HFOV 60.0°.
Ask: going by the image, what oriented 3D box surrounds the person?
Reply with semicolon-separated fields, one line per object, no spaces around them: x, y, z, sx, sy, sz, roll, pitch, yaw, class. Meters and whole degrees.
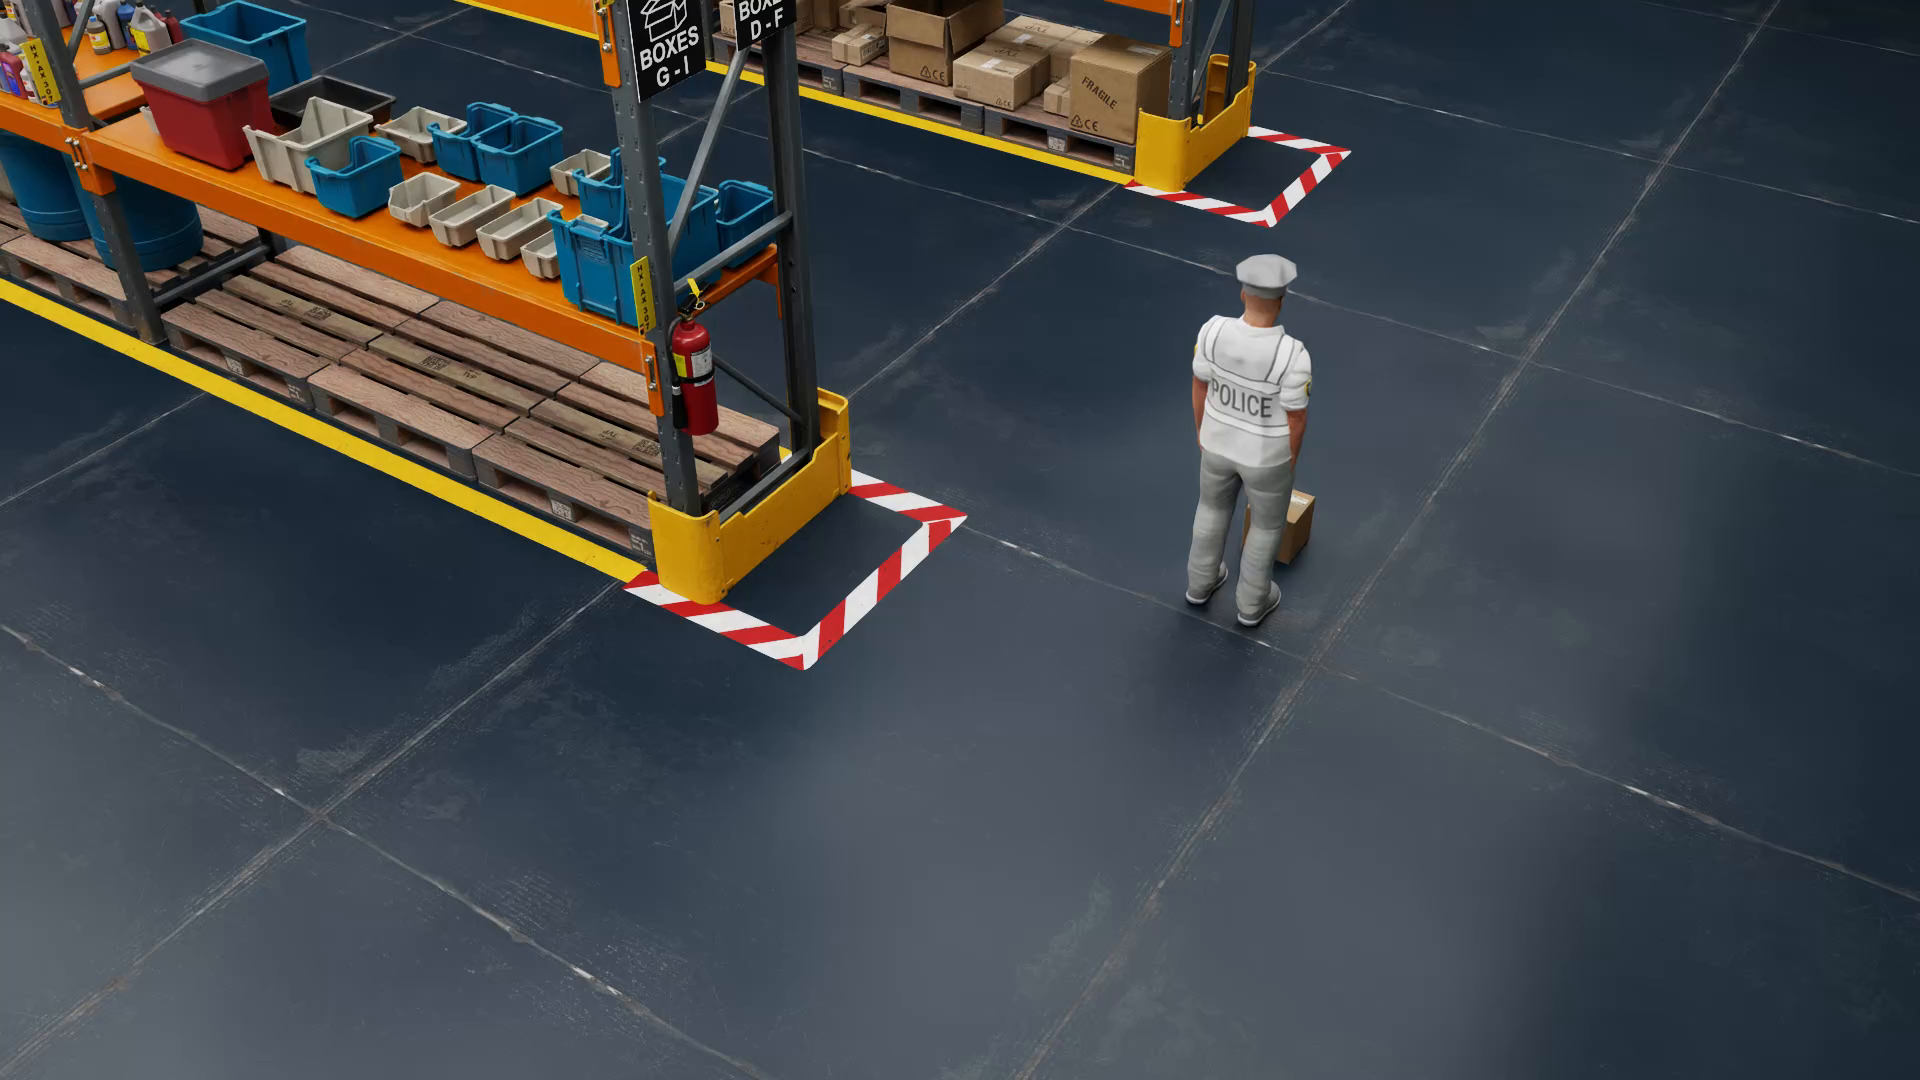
1.244;-0.420;7.221;0.529;1.742;0.392;22;43;26;person
